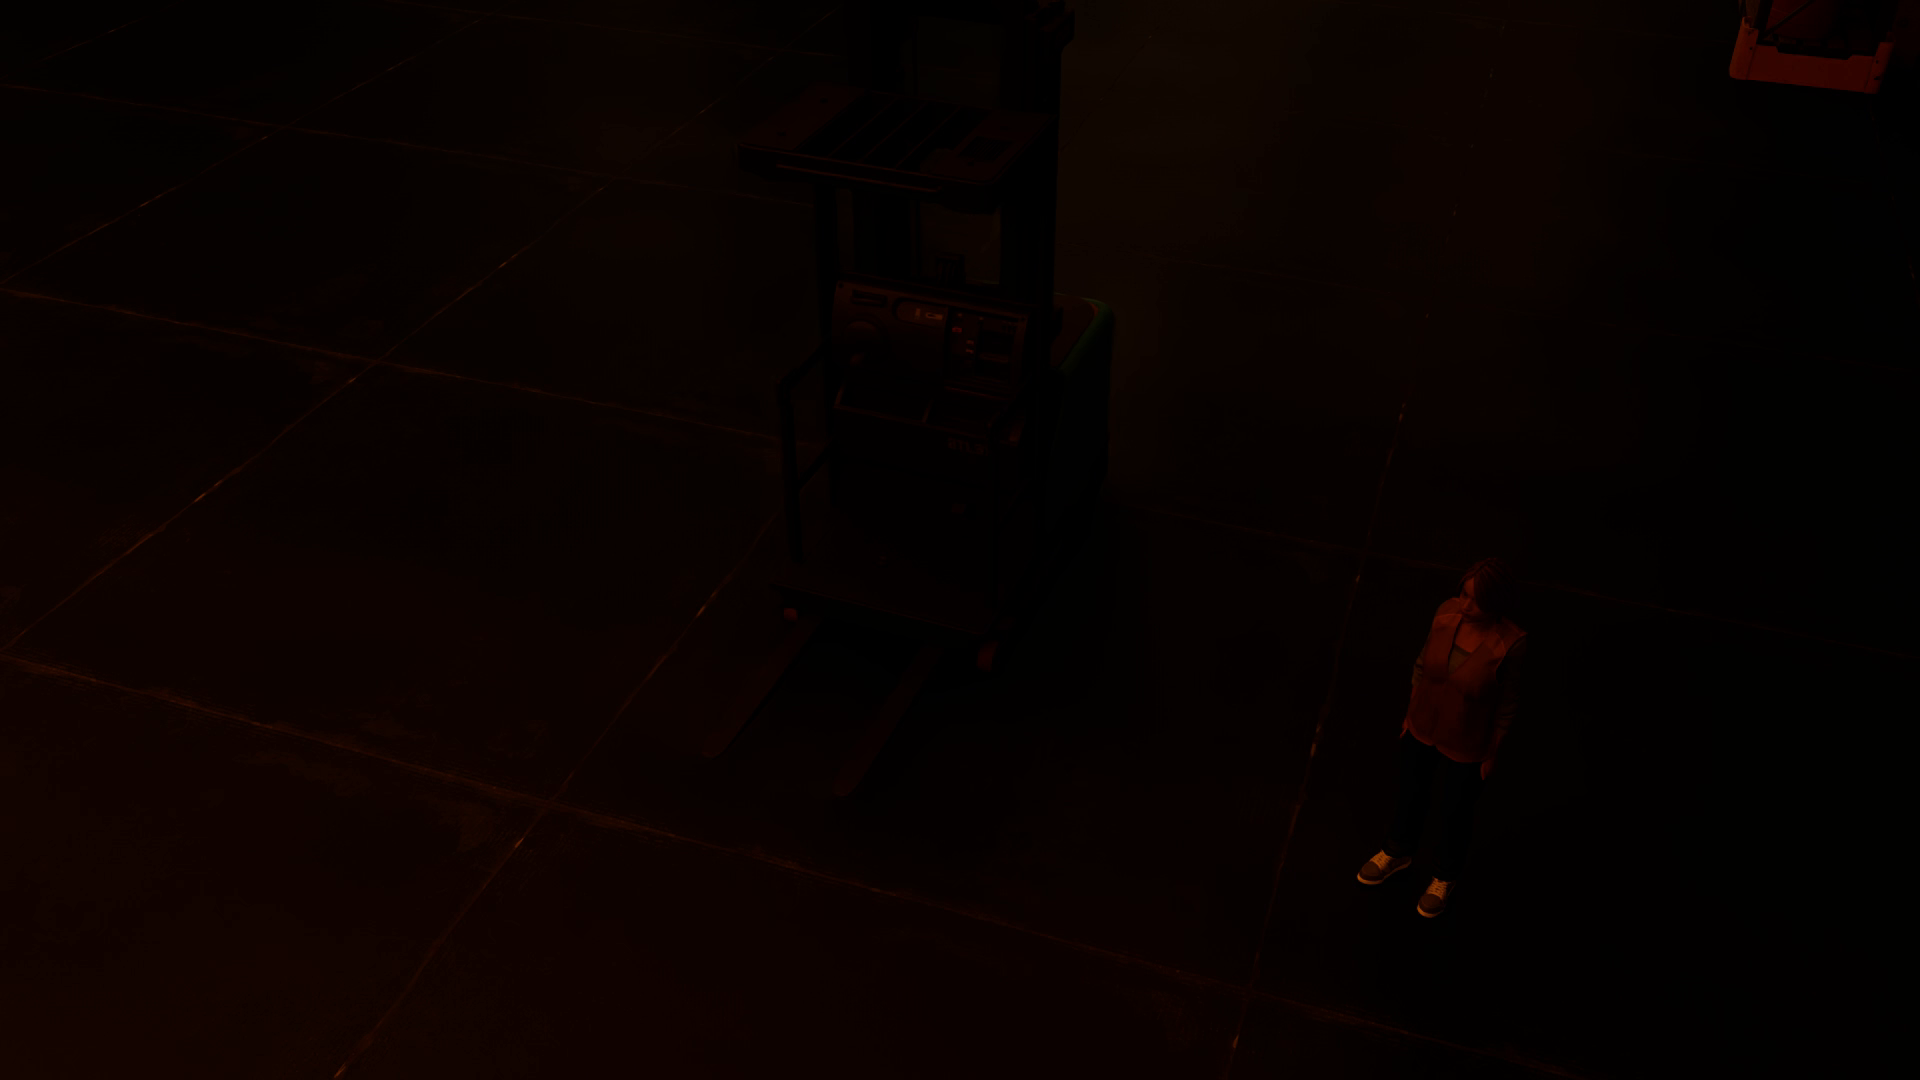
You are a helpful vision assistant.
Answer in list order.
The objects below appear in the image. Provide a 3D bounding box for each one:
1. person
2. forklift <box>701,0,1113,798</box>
[{"bbox_3d":[1.836,0.737,6.223,0.405,1.603,0.318,28,44,34],"label":"person"},{"bbox_3d":[-0.218,-0.849,7.308,1.130,2.935,3.031,13,37,18],"label":"forklift"}]
